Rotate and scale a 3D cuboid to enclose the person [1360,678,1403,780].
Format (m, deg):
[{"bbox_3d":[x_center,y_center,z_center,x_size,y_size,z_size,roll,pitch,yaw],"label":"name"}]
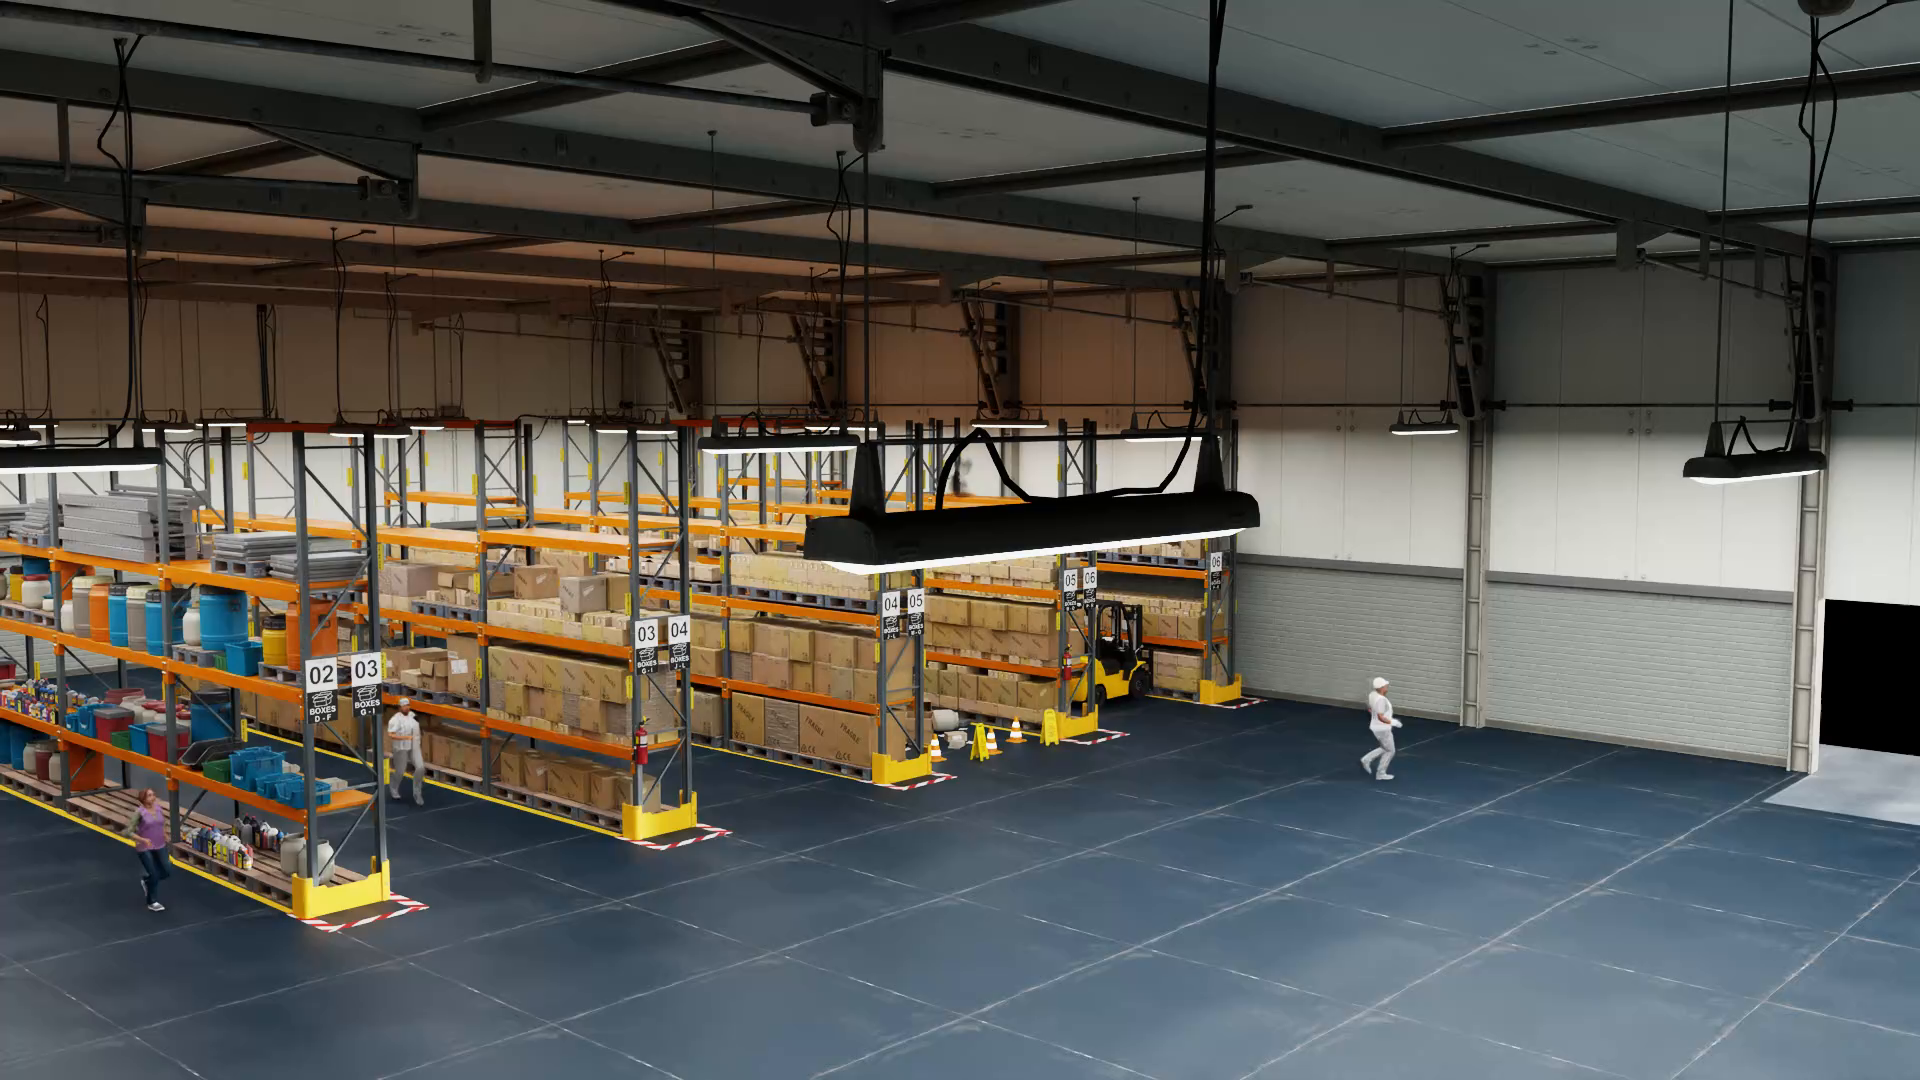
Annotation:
[{"bbox_3d":[7.088,3.177,28.003,0.620,1.732,0.678,0,5,0],"label":"person"}]

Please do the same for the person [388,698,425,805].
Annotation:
[{"bbox_3d":[-8.830,3.354,26.468,0.608,1.719,0.759,-5,6,-44],"label":"person"}]

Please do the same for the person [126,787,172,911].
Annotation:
[{"bbox_3d":[-10.136,3.856,20.801,0.563,1.549,0.533,3,5,30],"label":"person"}]
